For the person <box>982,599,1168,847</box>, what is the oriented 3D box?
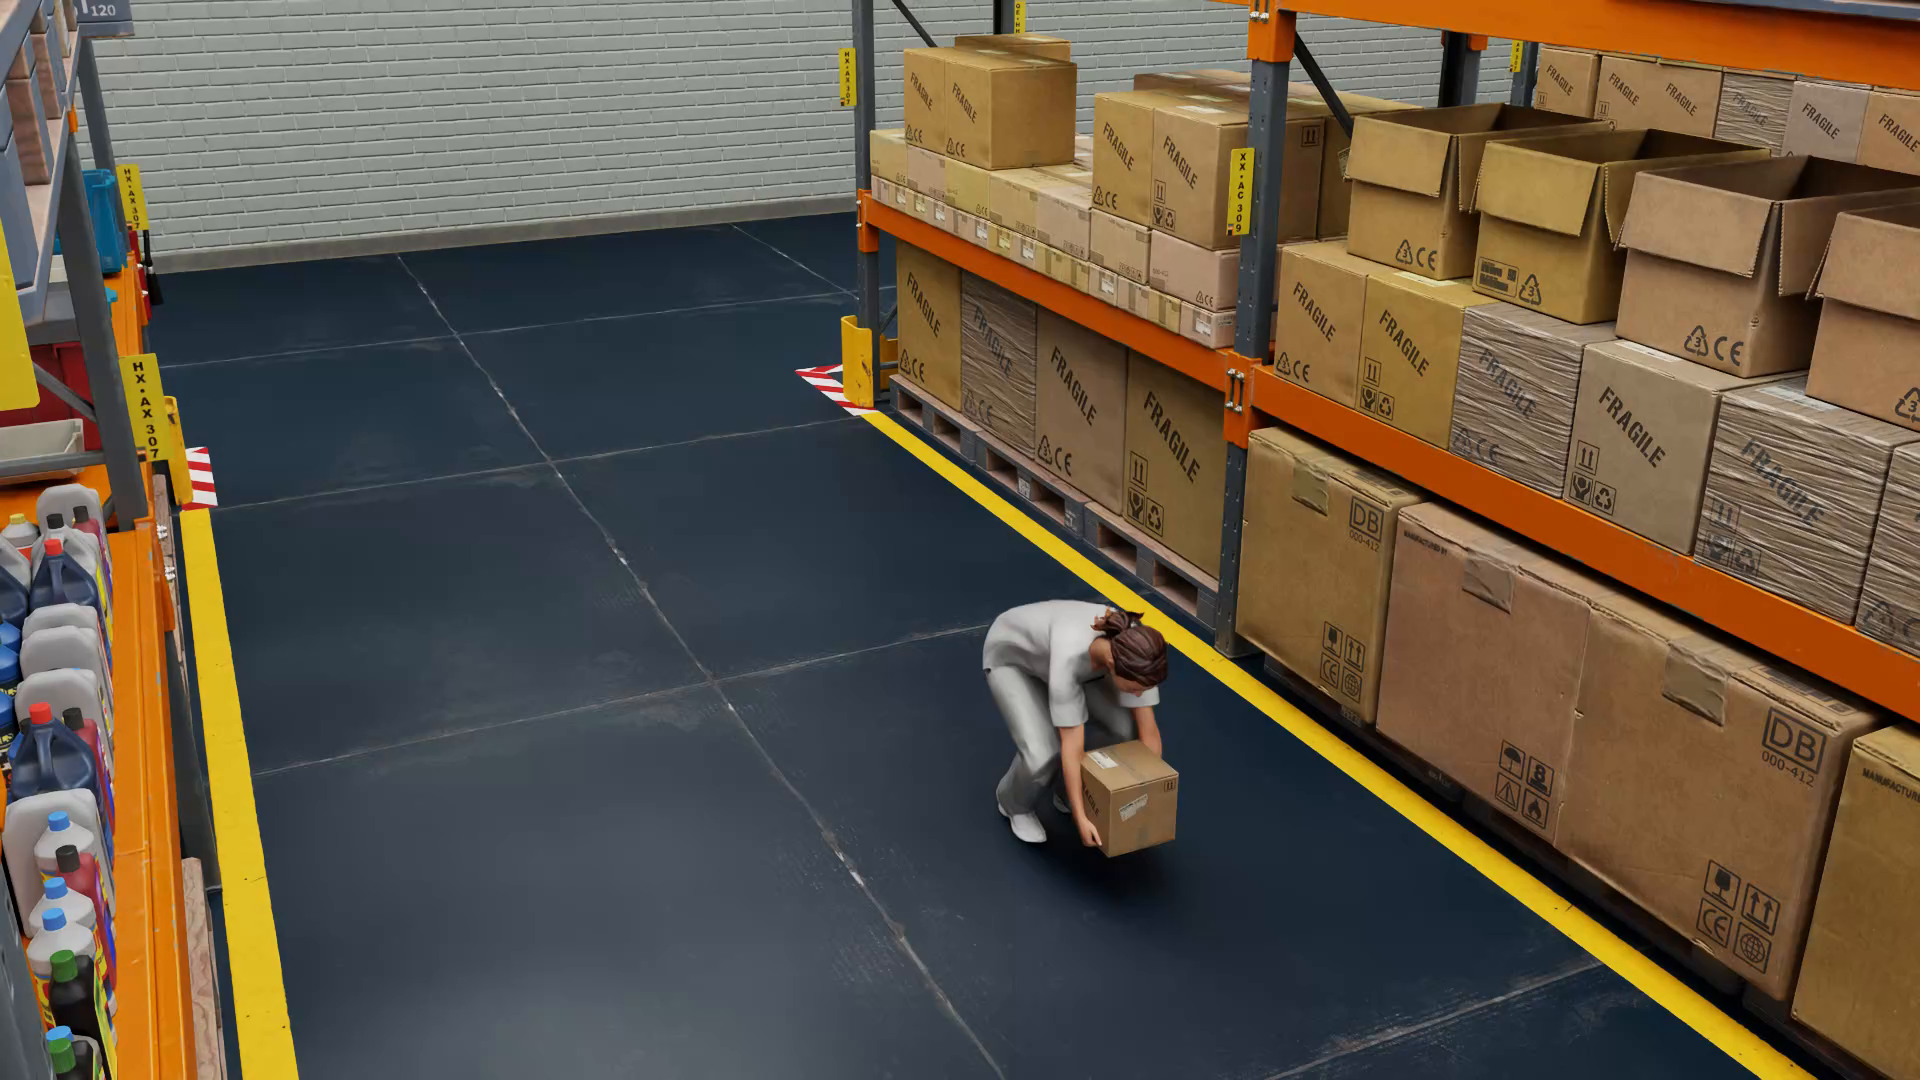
[{"bbox_3d":[0.387,0.604,5.600,0.459,0.932,0.841,-11,25,-25],"label":"person"}]
